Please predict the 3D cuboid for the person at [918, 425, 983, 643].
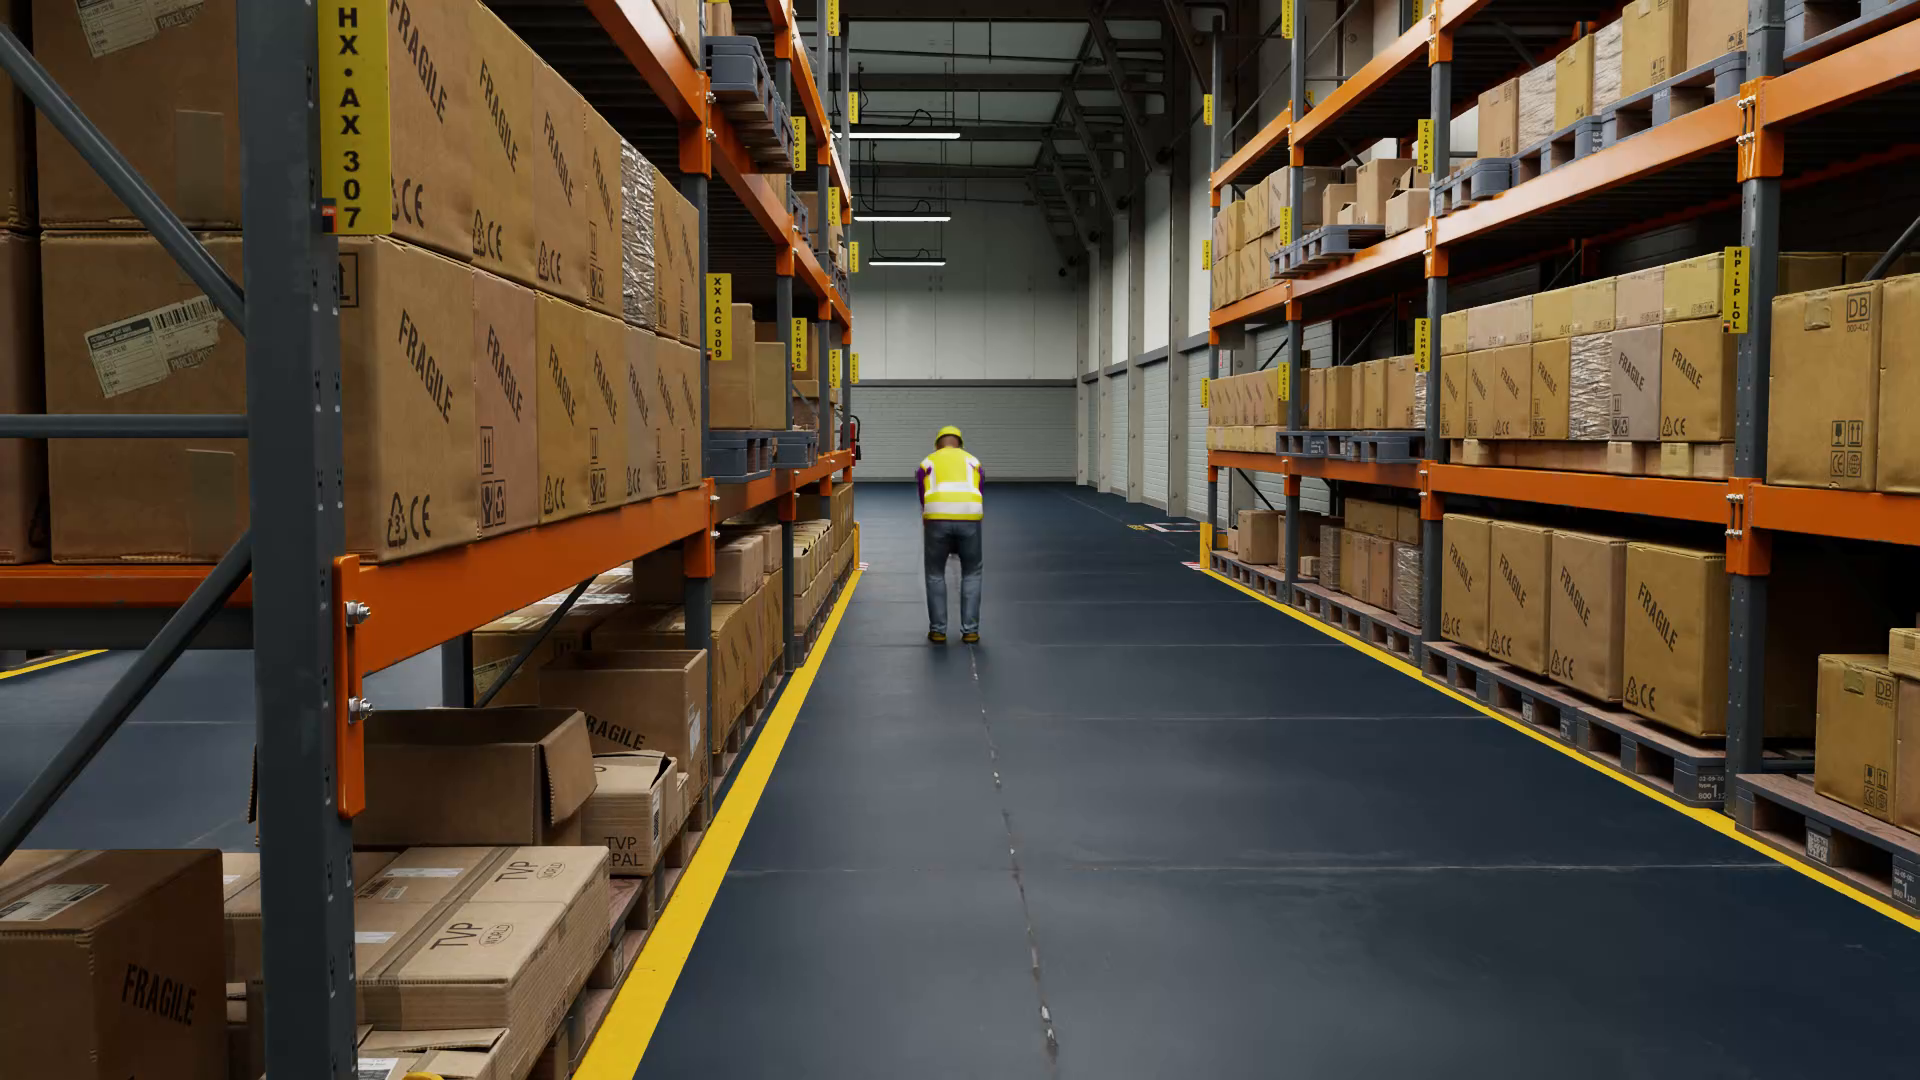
[{"bbox_3d":[-0.069,-0.061,12.112,0.477,1.555,0.798,0,4,-3],"label":"person"}]
